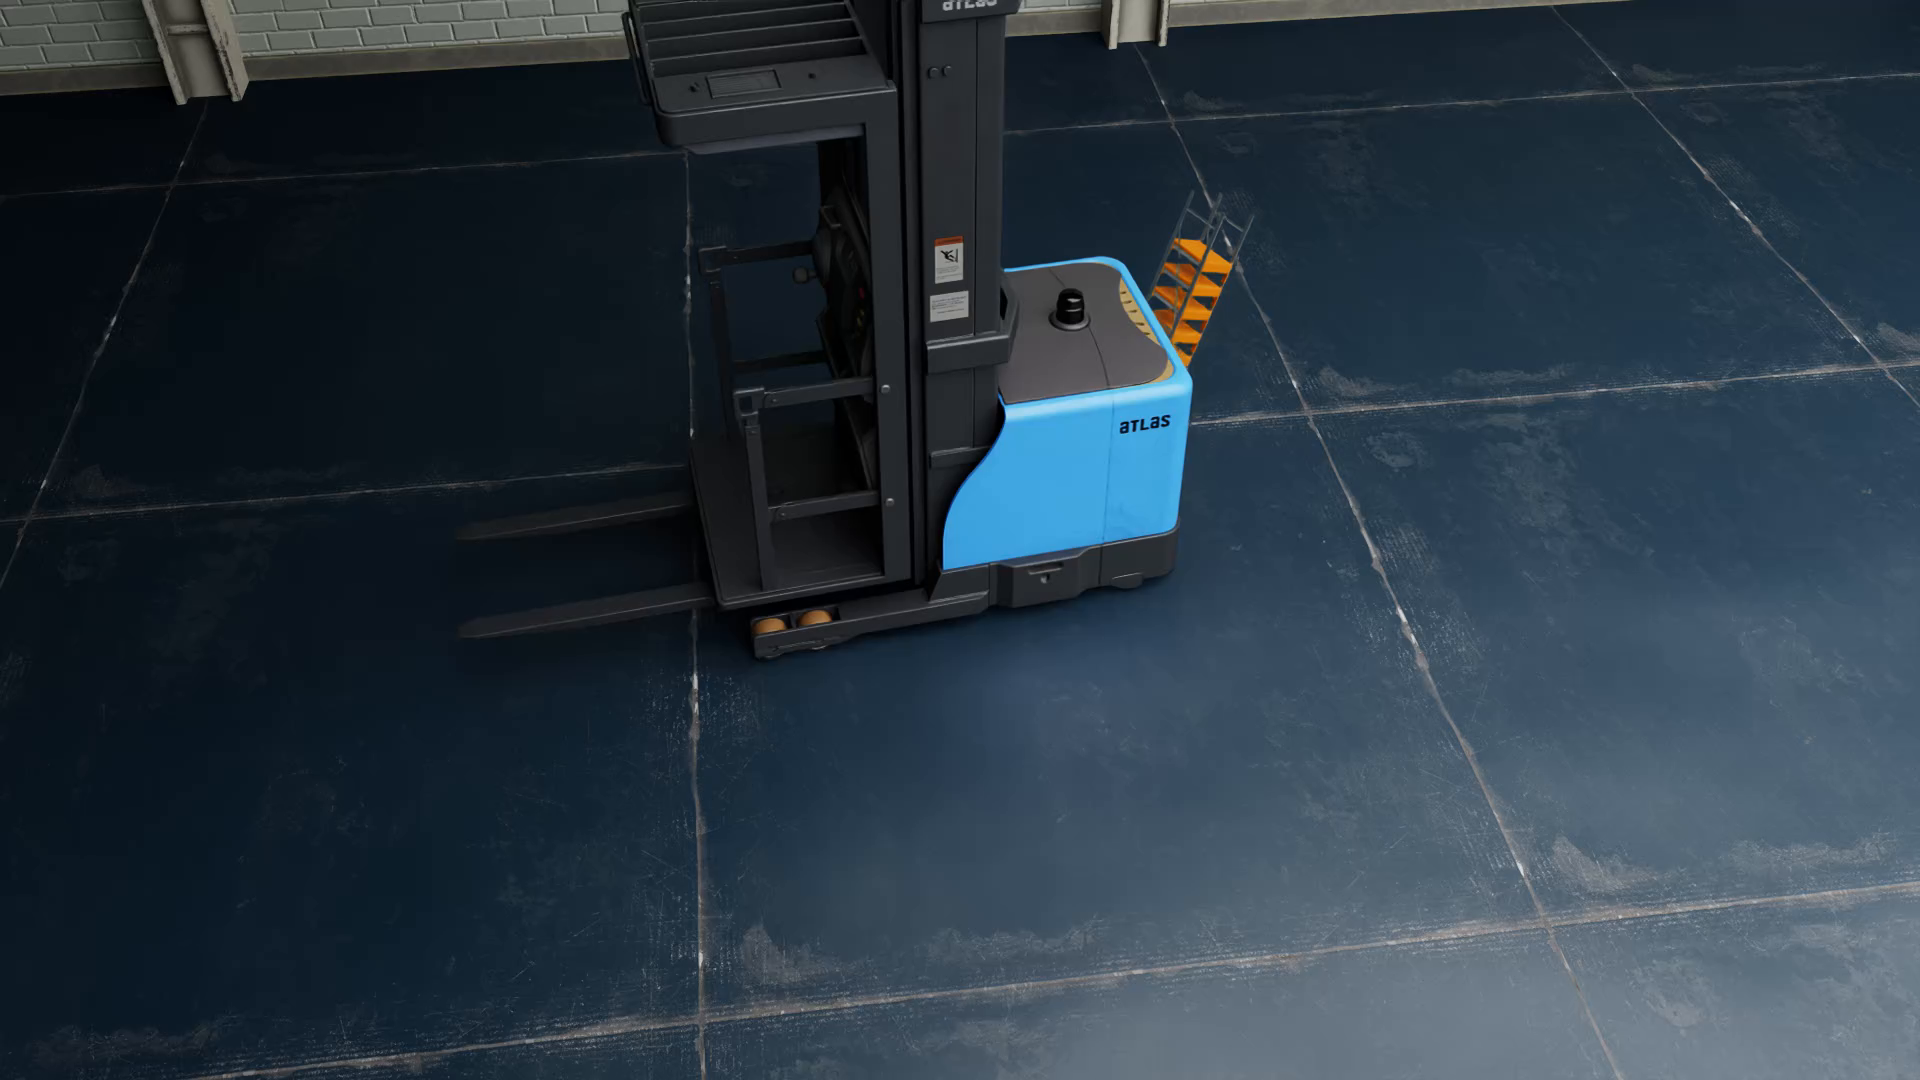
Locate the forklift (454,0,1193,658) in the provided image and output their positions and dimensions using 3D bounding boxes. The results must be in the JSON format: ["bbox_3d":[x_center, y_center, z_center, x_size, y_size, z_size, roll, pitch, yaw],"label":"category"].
[{"bbox_3d":[-0.633,-0.992,6.377,3.031,2.935,1.130,-9,43,-10],"label":"forklift"}]

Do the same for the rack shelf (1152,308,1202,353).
[{"bbox_3d":[0.966,-0.974,7.721,0.180,0.103,0.258,-4,37,-38],"label":"rack shelf"}]

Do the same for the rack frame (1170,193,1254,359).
[{"bbox_3d":[1.052,-1.015,7.757,0.006,1.200,0.240,-4,37,-38],"label":"rack frame"}]

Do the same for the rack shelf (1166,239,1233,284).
[{"bbox_3d":[1.081,-1.270,7.552,0.180,0.103,0.258,-4,37,-38],"label":"rack shelf"}]

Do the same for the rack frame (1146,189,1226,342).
[{"bbox_3d":[0.909,-1.007,7.644,0.006,1.200,0.240,-4,37,-38],"label":"rack frame"}]

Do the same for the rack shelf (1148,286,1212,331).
[{"bbox_3d":[1.004,-1.073,7.665,0.180,0.103,0.258,-4,37,-38],"label":"rack shelf"}]

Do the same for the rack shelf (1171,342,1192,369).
[{"bbox_3d":[0.928,-0.876,7.778,0.180,0.103,0.258,-4,37,-38],"label":"rack shelf"}]

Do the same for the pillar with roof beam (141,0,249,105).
[{"bbox_3d":[-4.225,-3.357,4.468,0.400,9.000,9.100,-5,42,-6],"label":"pillar with roof beam"}]

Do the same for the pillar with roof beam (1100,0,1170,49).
[{"bbox_3d":[1.725,-3.878,5.045,0.400,9.000,9.100,-5,42,-6],"label":"pillar with roof beam"}]

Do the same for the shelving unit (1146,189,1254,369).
[{"bbox_3d":[0.980,-1.011,7.701,0.189,1.200,0.258,-4,37,-38],"label":"shelving unit"}]

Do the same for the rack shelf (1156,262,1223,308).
[{"bbox_3d":[1.043,-1.172,7.608,0.180,0.103,0.258,-4,37,-38],"label":"rack shelf"}]
